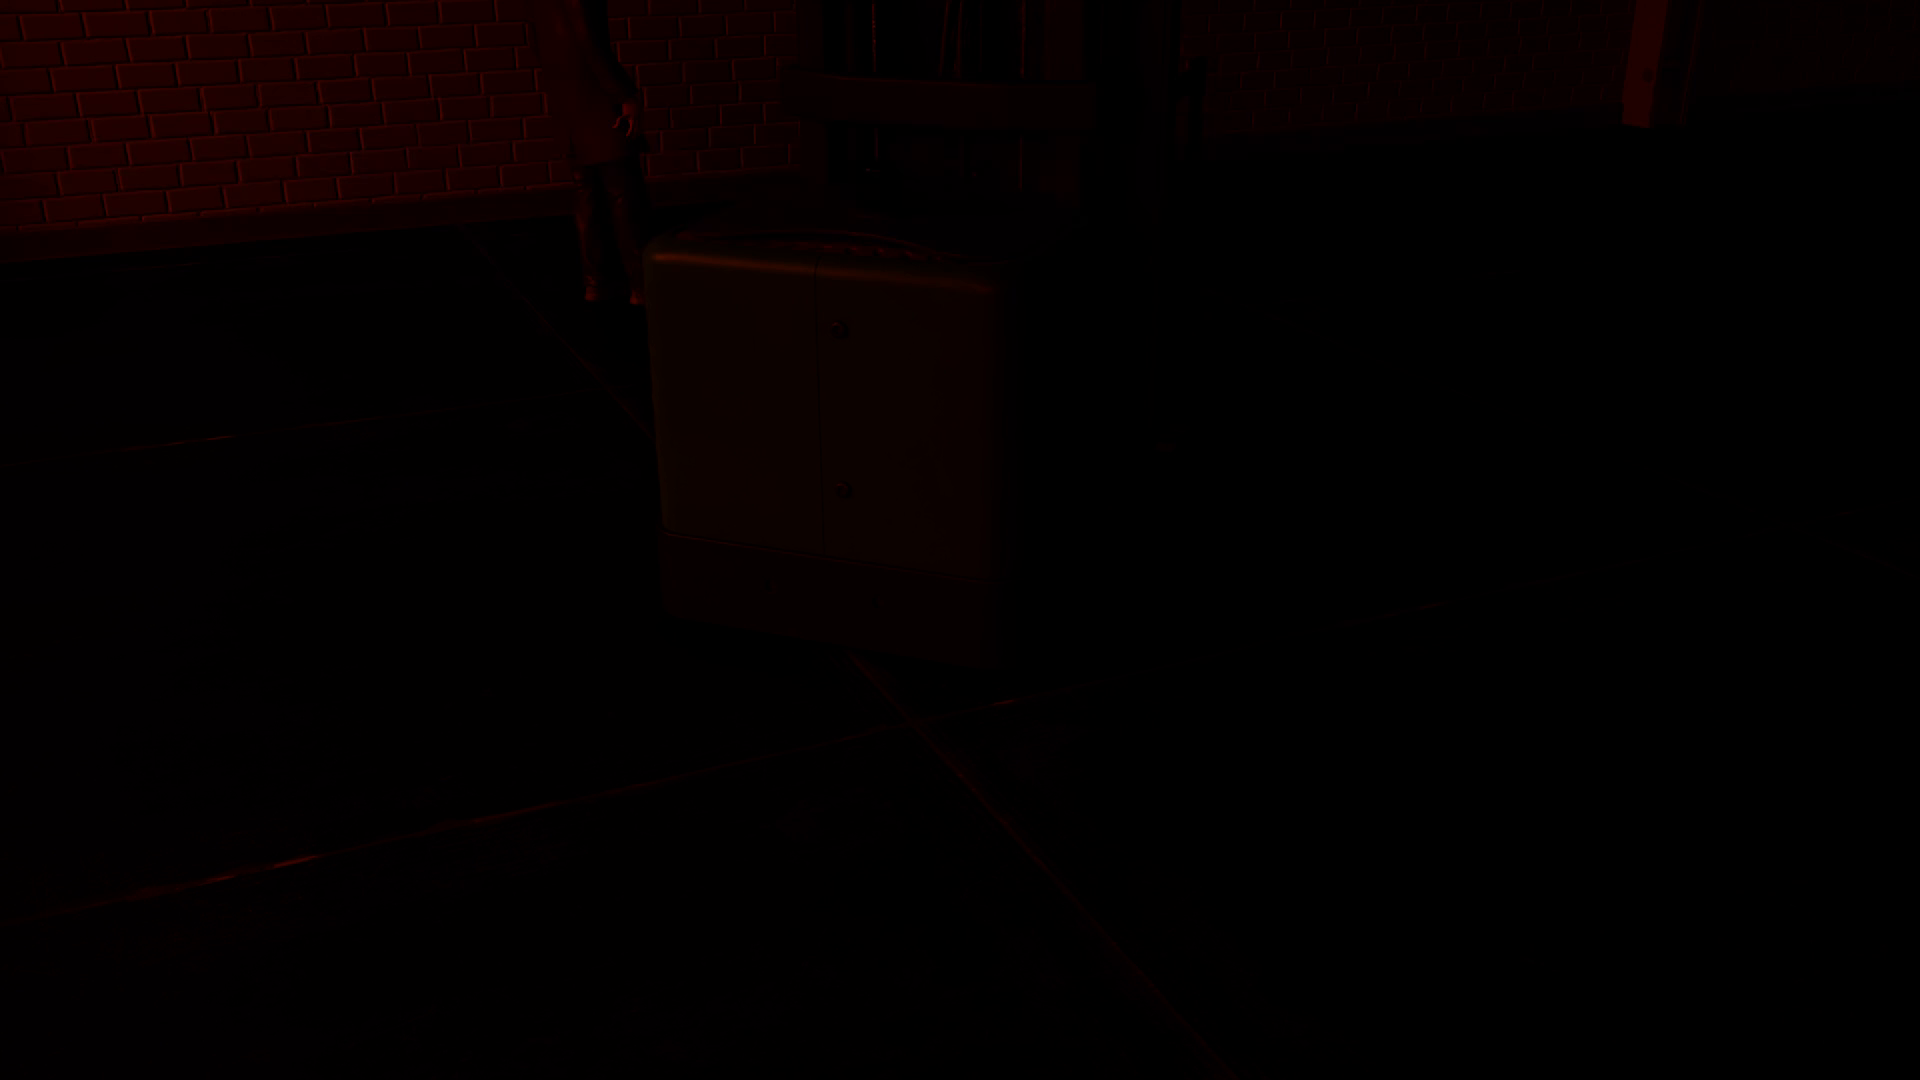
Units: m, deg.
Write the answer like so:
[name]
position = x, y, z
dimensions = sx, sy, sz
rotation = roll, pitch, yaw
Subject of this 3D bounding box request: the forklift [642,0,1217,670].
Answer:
[forklift]
position = 0.185, -1.565, 5.054
dimensions = 1.130, 2.935, 3.031
rotation = 8, 24, 19

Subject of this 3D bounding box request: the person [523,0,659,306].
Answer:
[person]
position = -1.588, -1.972, 7.517
dimensions = 0.583, 1.775, 0.696
rotation = -17, 28, -36
